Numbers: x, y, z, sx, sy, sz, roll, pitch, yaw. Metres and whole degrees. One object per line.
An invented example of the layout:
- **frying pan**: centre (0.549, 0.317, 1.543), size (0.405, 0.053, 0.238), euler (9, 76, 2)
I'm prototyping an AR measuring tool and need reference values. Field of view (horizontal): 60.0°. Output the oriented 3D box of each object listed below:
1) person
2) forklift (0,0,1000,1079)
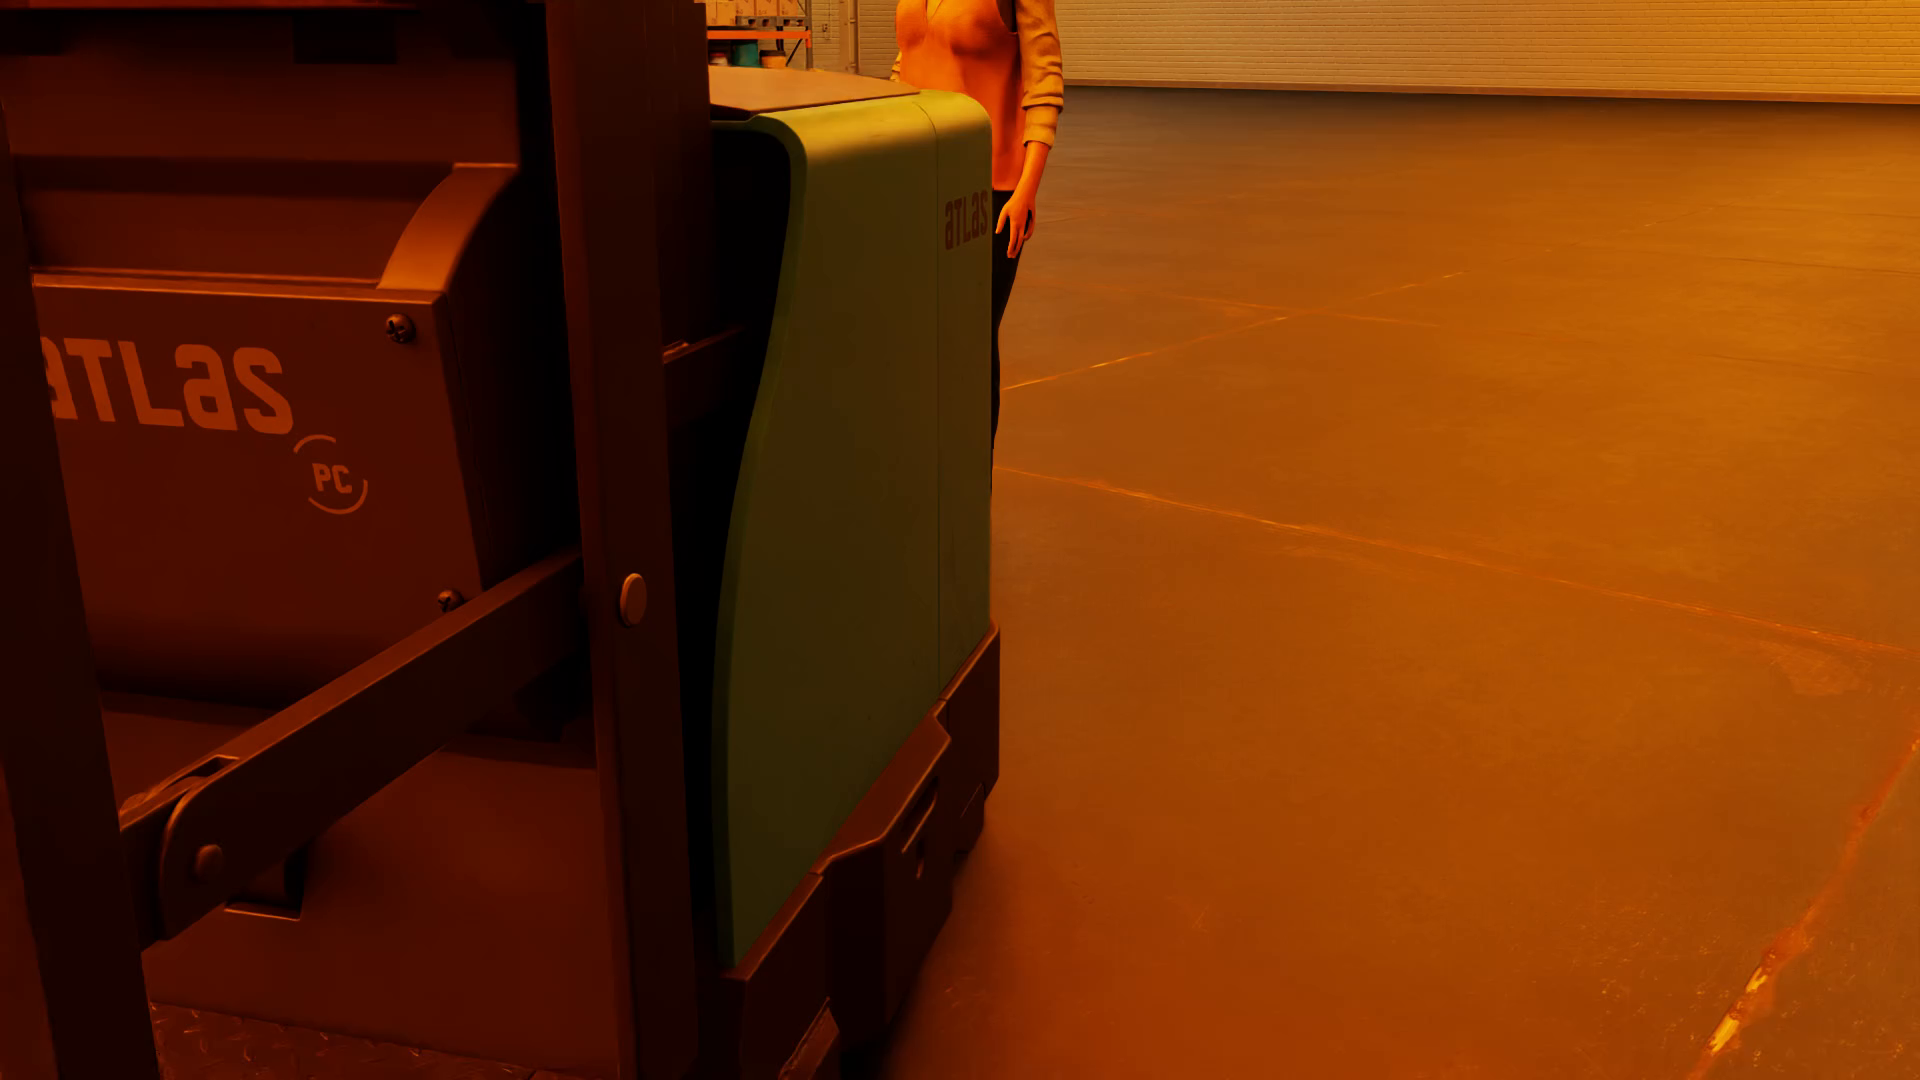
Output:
- **person**: centre (-0.058, -0.757, 3.662), size (0.520, 1.597, 0.476), euler (13, 21, 37)
- **forklift**: centre (-0.823, -0.616, 0.926), size (1.130, 2.935, 3.031), euler (5, 17, 15)
